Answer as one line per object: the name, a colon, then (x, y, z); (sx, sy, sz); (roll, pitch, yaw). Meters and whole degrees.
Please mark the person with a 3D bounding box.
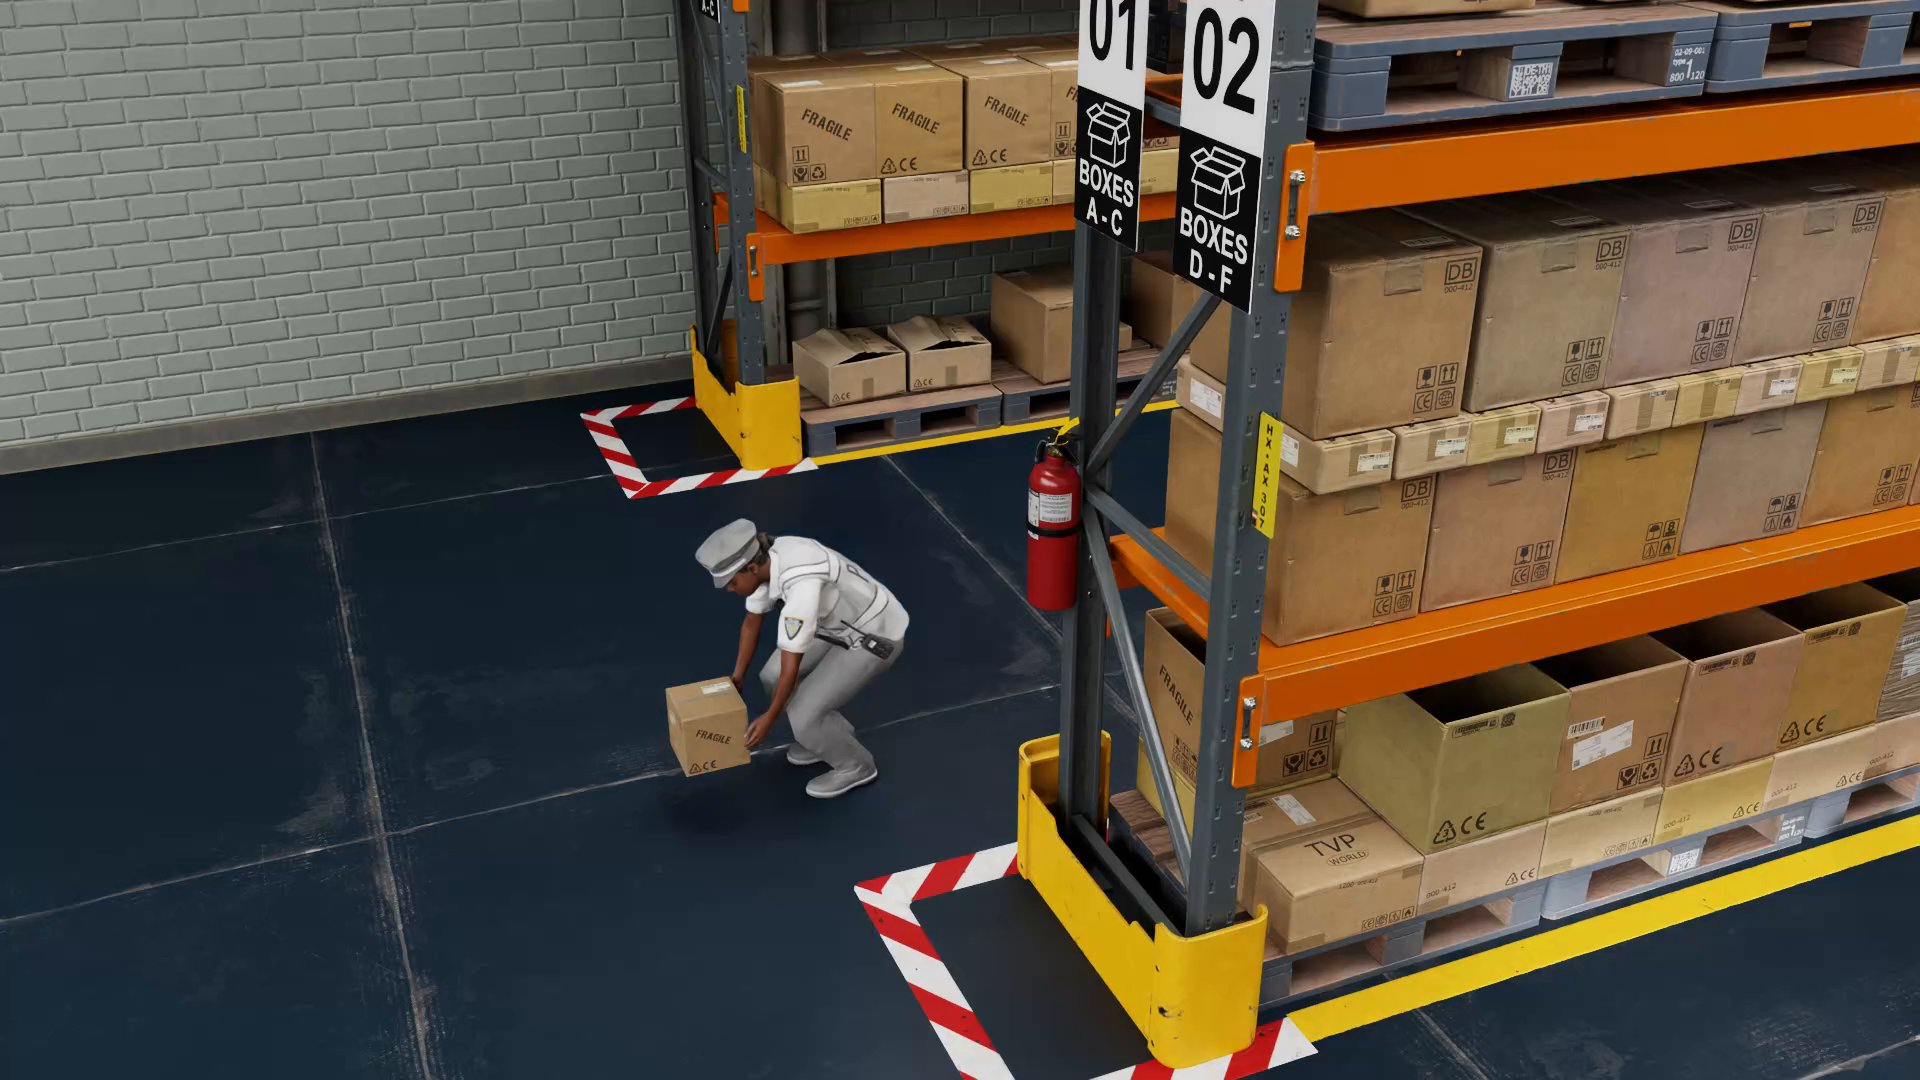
person: (-0.598, 0.475, 6.339); (0.830, 1.056, 0.491); (-11, 28, -21)
